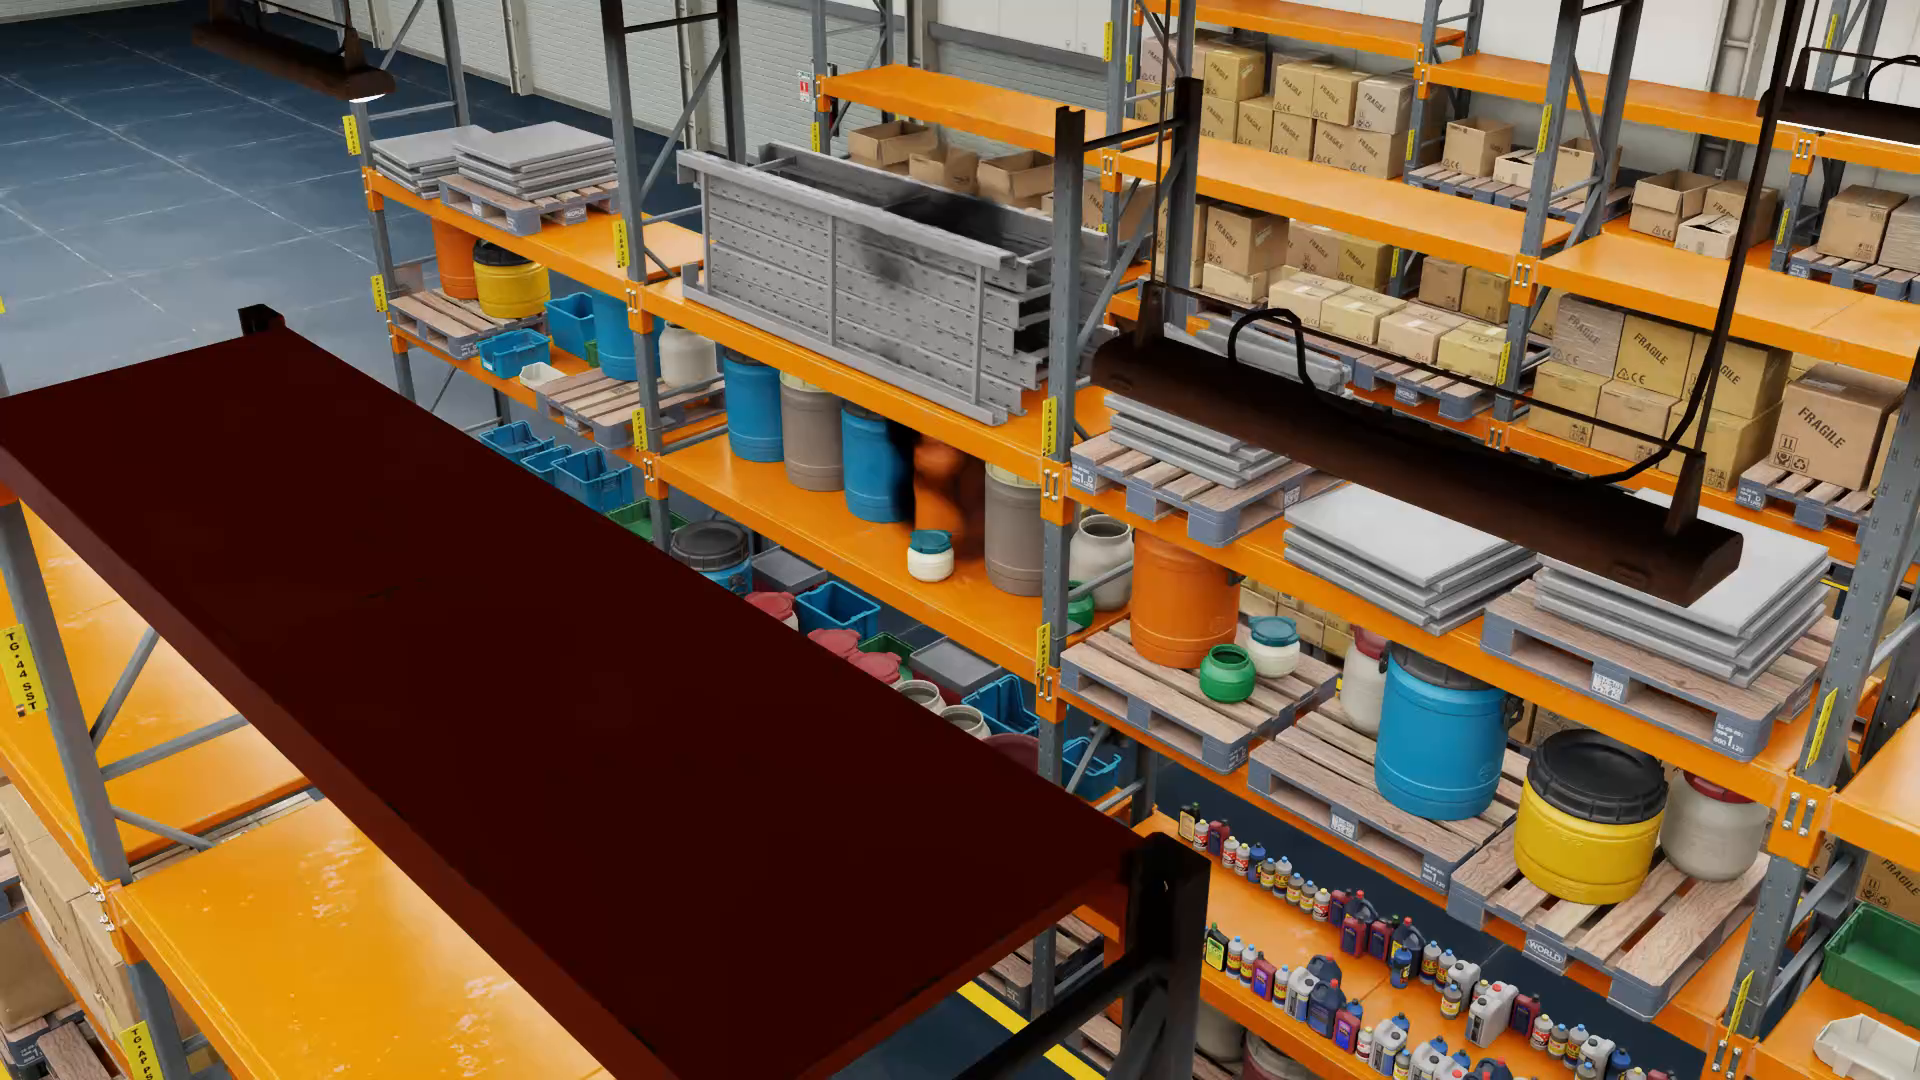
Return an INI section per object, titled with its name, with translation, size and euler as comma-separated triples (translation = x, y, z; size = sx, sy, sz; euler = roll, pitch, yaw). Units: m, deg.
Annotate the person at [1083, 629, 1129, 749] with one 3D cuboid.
[person]
translation = 1.079, 0.802, 12.910
size = 0.631, 1.761, 0.695
euler = 21, 35, 34
